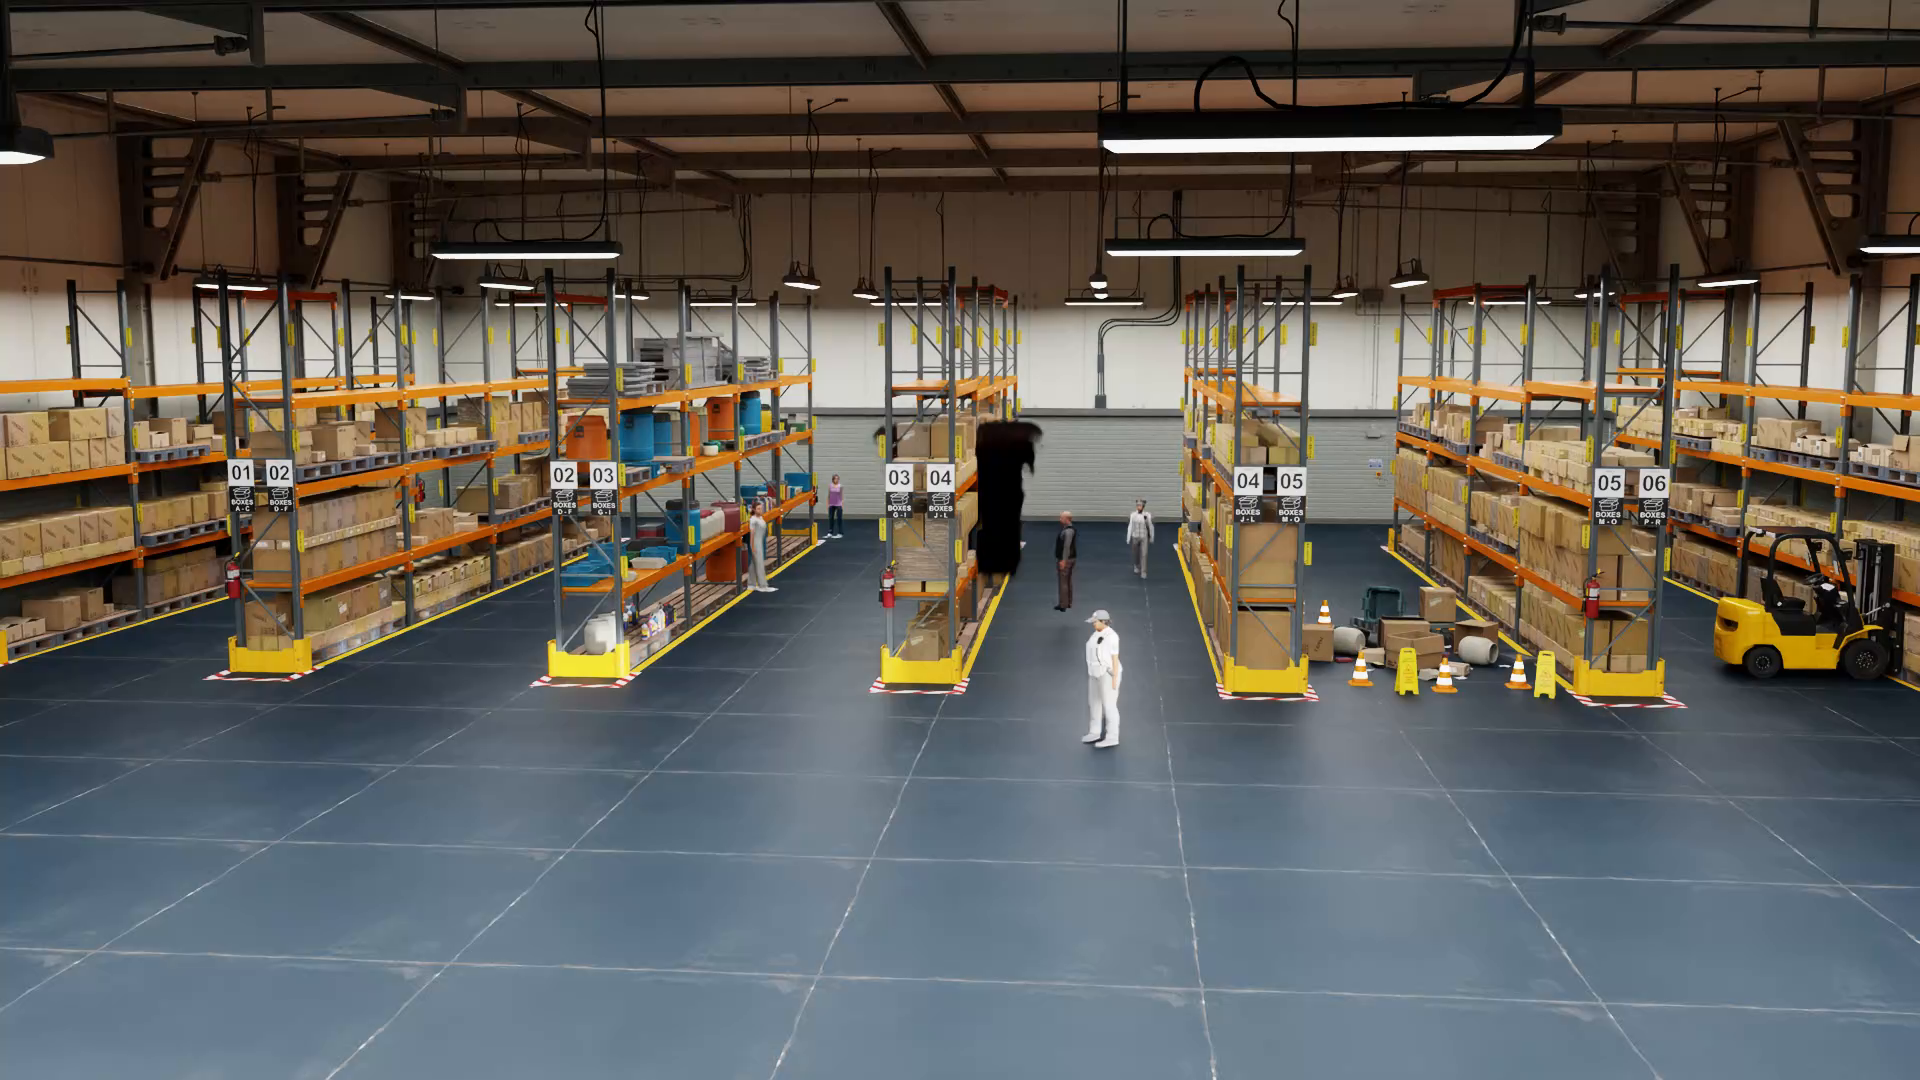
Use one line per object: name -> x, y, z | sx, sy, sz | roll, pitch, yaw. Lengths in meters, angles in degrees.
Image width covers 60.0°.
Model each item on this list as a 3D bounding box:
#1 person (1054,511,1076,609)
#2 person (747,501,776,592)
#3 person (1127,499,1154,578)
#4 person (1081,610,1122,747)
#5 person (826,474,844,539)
person -> 1.831, 0.332, 28.749 | 0.373, 1.674, 0.538 | 2, 7, 19
person -> -3.703, 0.114, 30.972 | 0.542, 1.673, 0.463 | 0, 7, 1
person -> 3.793, -0.056, 34.885 | 0.567, 1.624, 0.981 | 1, 7, 7
person -> 1.754, 1.688, 20.543 | 0.430, 1.669, 0.526 | -4, 8, -28
person -> -3.138, -0.844, 41.669 | 0.430, 1.609, 0.347 | 3, 8, 23
